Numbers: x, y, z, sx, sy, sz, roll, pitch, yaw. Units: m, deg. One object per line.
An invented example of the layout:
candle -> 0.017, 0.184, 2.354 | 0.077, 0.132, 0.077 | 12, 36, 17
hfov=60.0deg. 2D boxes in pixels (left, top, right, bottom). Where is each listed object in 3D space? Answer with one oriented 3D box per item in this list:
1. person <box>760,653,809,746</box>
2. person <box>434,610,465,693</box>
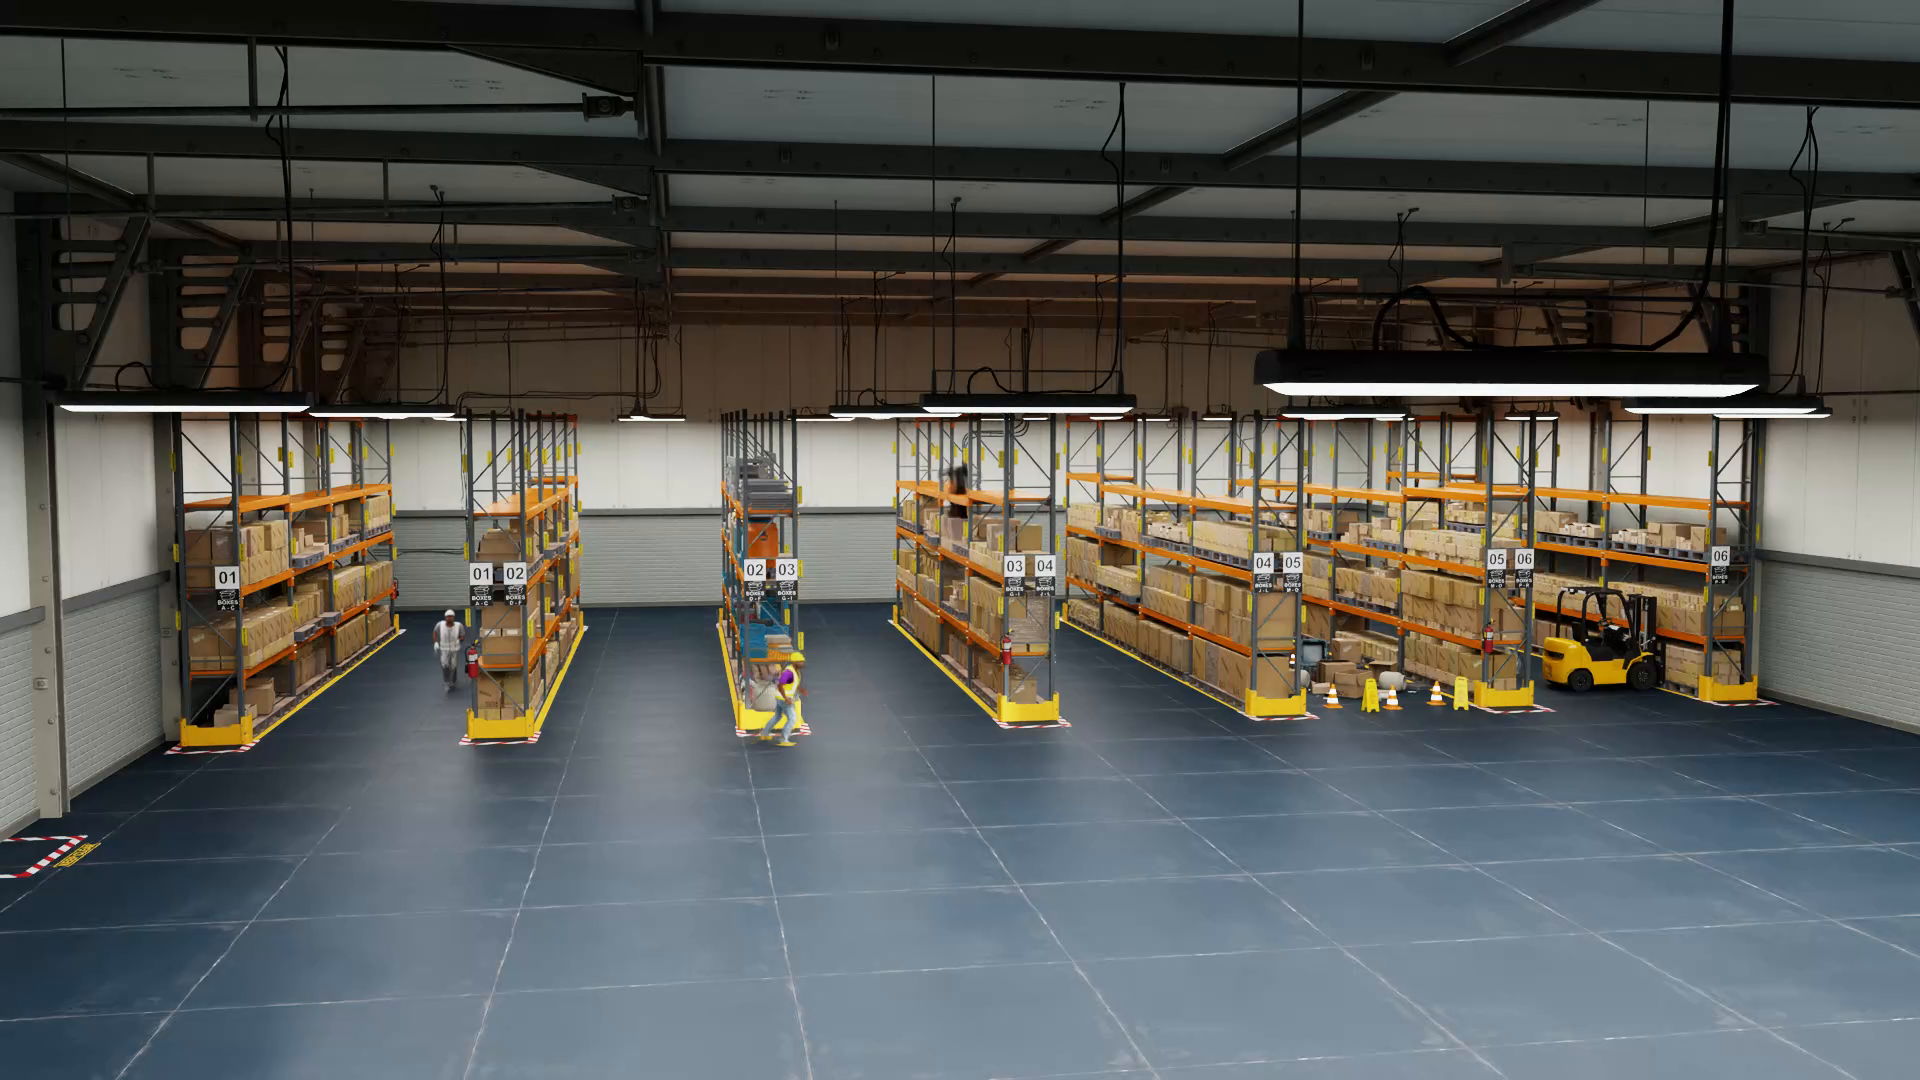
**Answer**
person -> -3.139, 2.826, 29.591 | 0.884, 1.678, 0.718 | 0, 4, -2
person -> -10.922, 2.371, 35.586 | 0.630, 1.783, 0.835 | -1, 4, -18
